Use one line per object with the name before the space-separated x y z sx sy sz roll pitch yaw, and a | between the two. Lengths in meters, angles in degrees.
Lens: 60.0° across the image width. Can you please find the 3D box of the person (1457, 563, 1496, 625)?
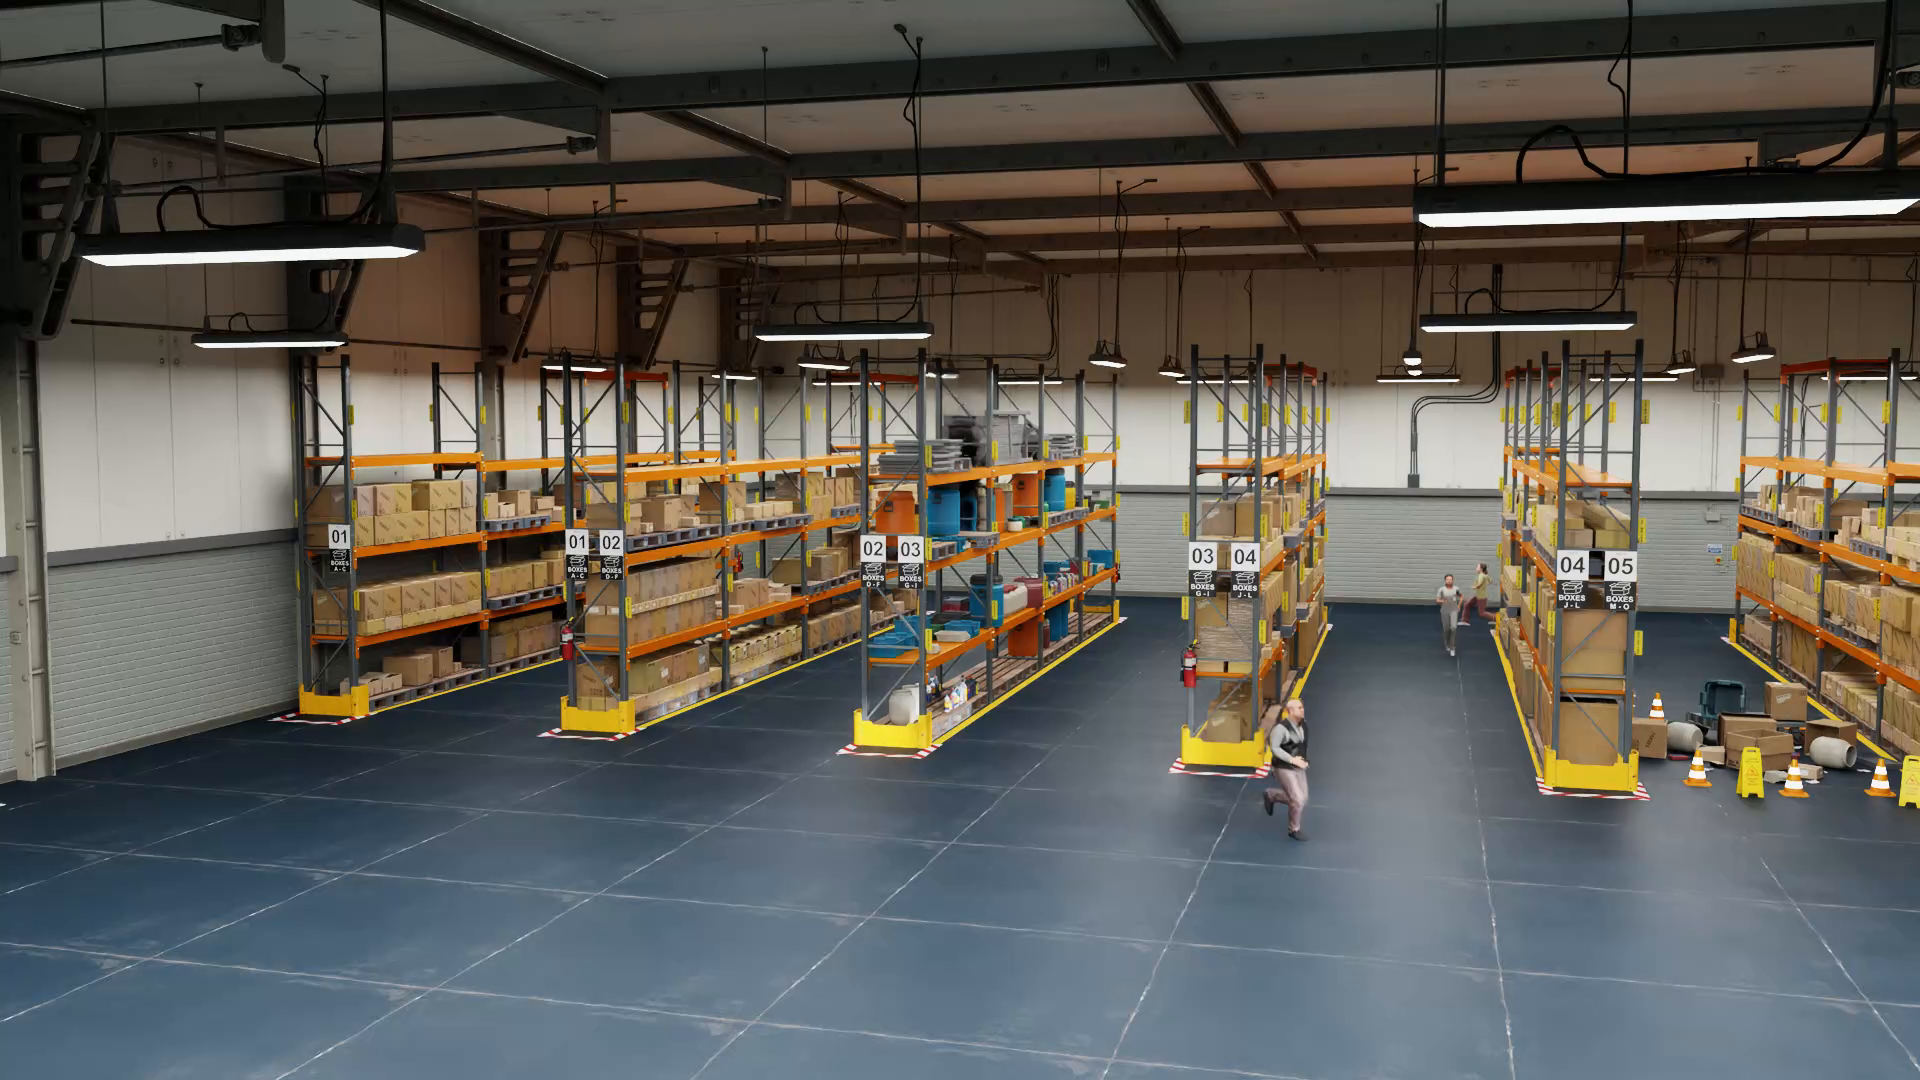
person | 12.251 1.298 39.188 1.034 1.515 0.642 1 4 14

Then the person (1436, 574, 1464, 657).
person | 10.234 1.567 34.778 0.546 1.725 0.759 1 5 19

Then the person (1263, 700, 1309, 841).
person | 3.877 2.708 19.736 0.689 1.683 0.701 -4 6 -44
